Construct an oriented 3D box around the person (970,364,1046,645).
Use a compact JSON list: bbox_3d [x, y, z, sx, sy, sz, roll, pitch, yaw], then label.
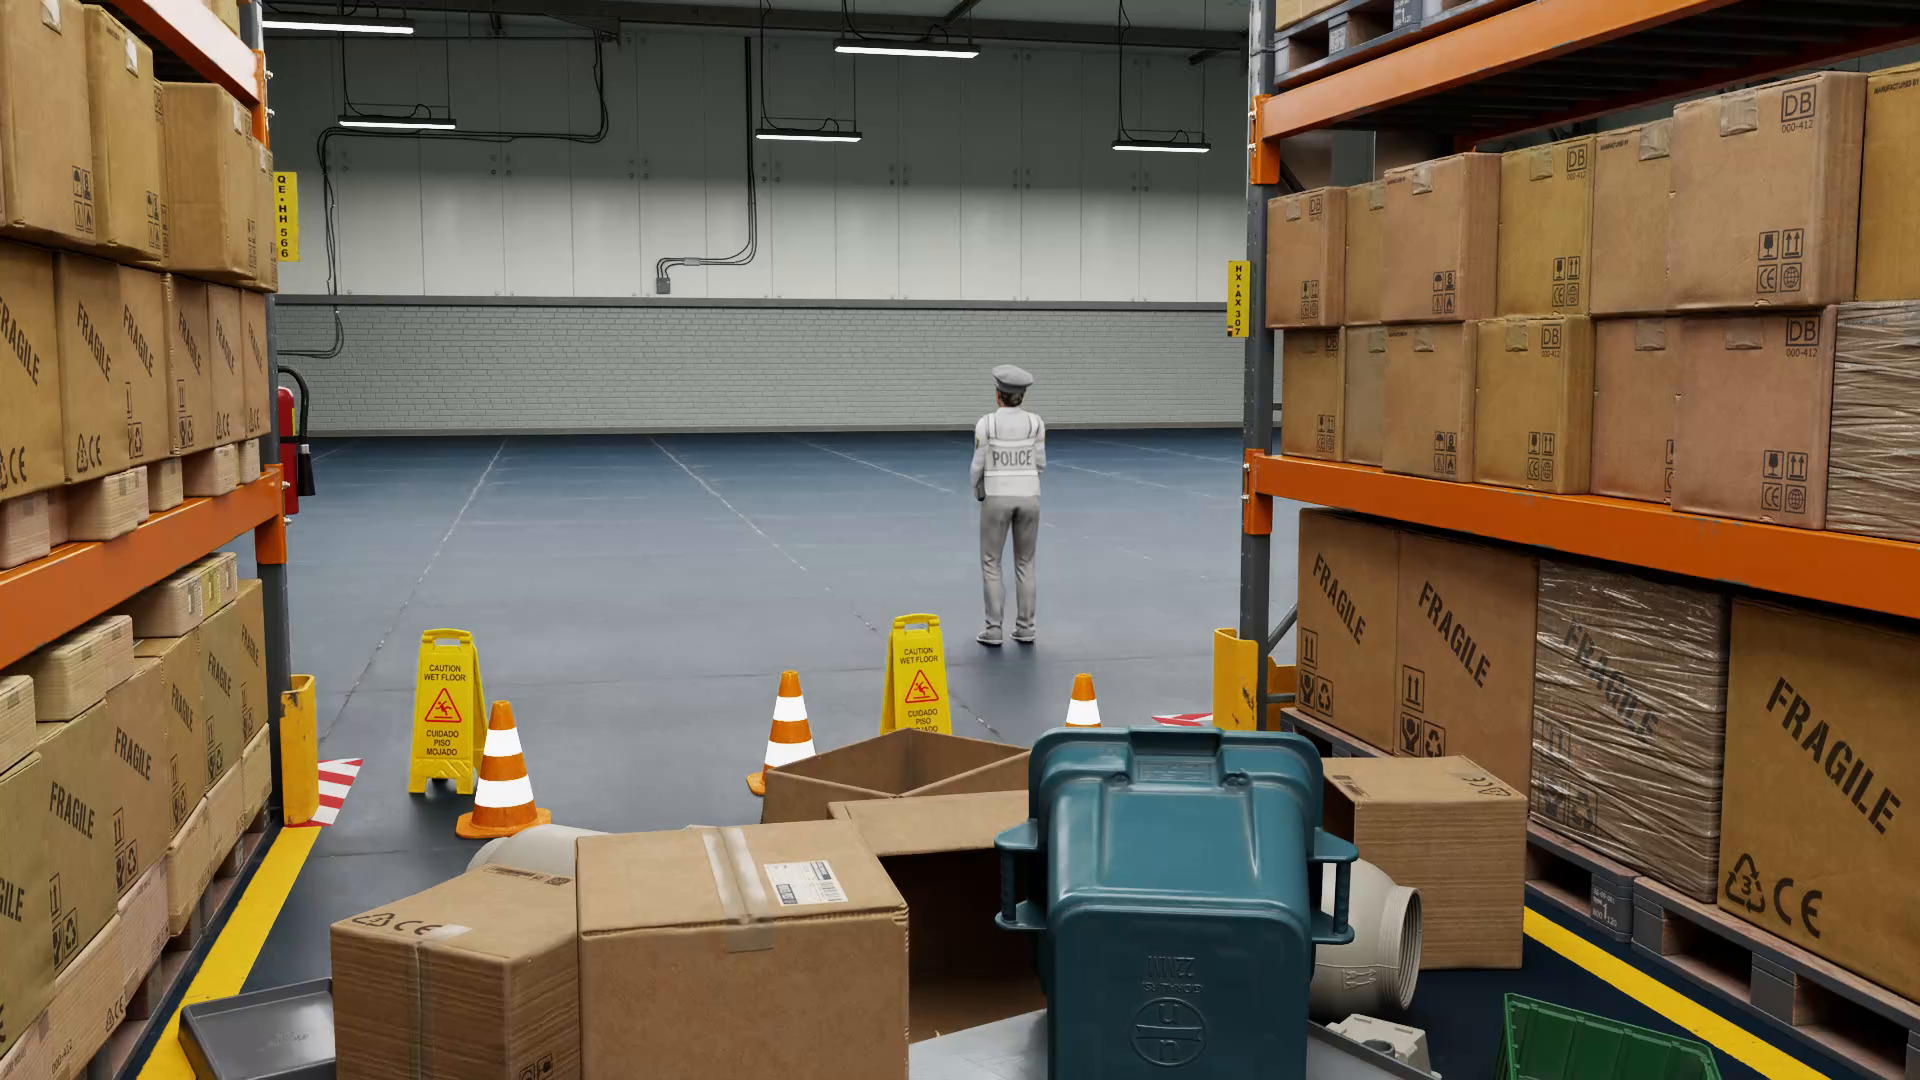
[{"bbox_3d":[0.289,-0.218,10.079,0.459,1.687,0.546,-1,6,-13],"label":"person"}]
